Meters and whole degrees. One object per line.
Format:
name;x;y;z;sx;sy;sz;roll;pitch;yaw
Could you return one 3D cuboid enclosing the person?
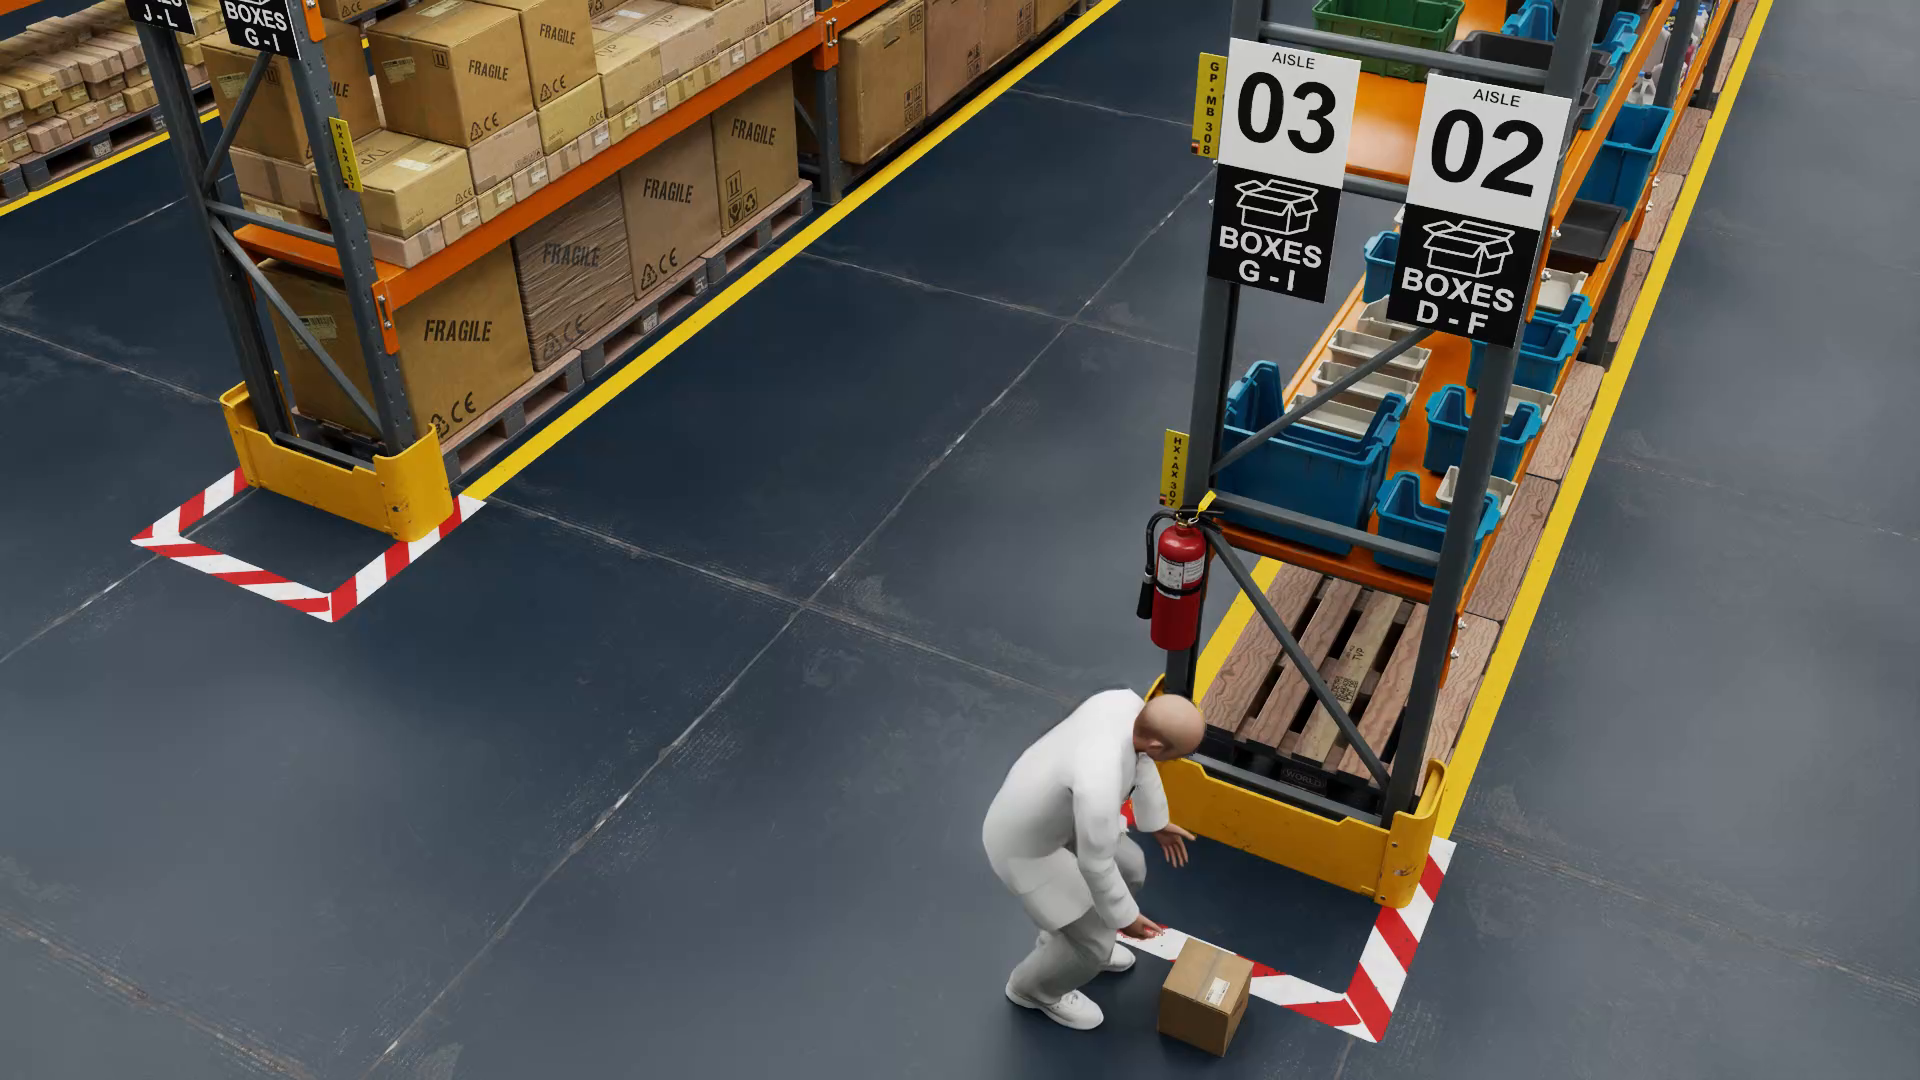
person;0.436;1.034;5.695;0.701;1.440;0.631;14;39;17
